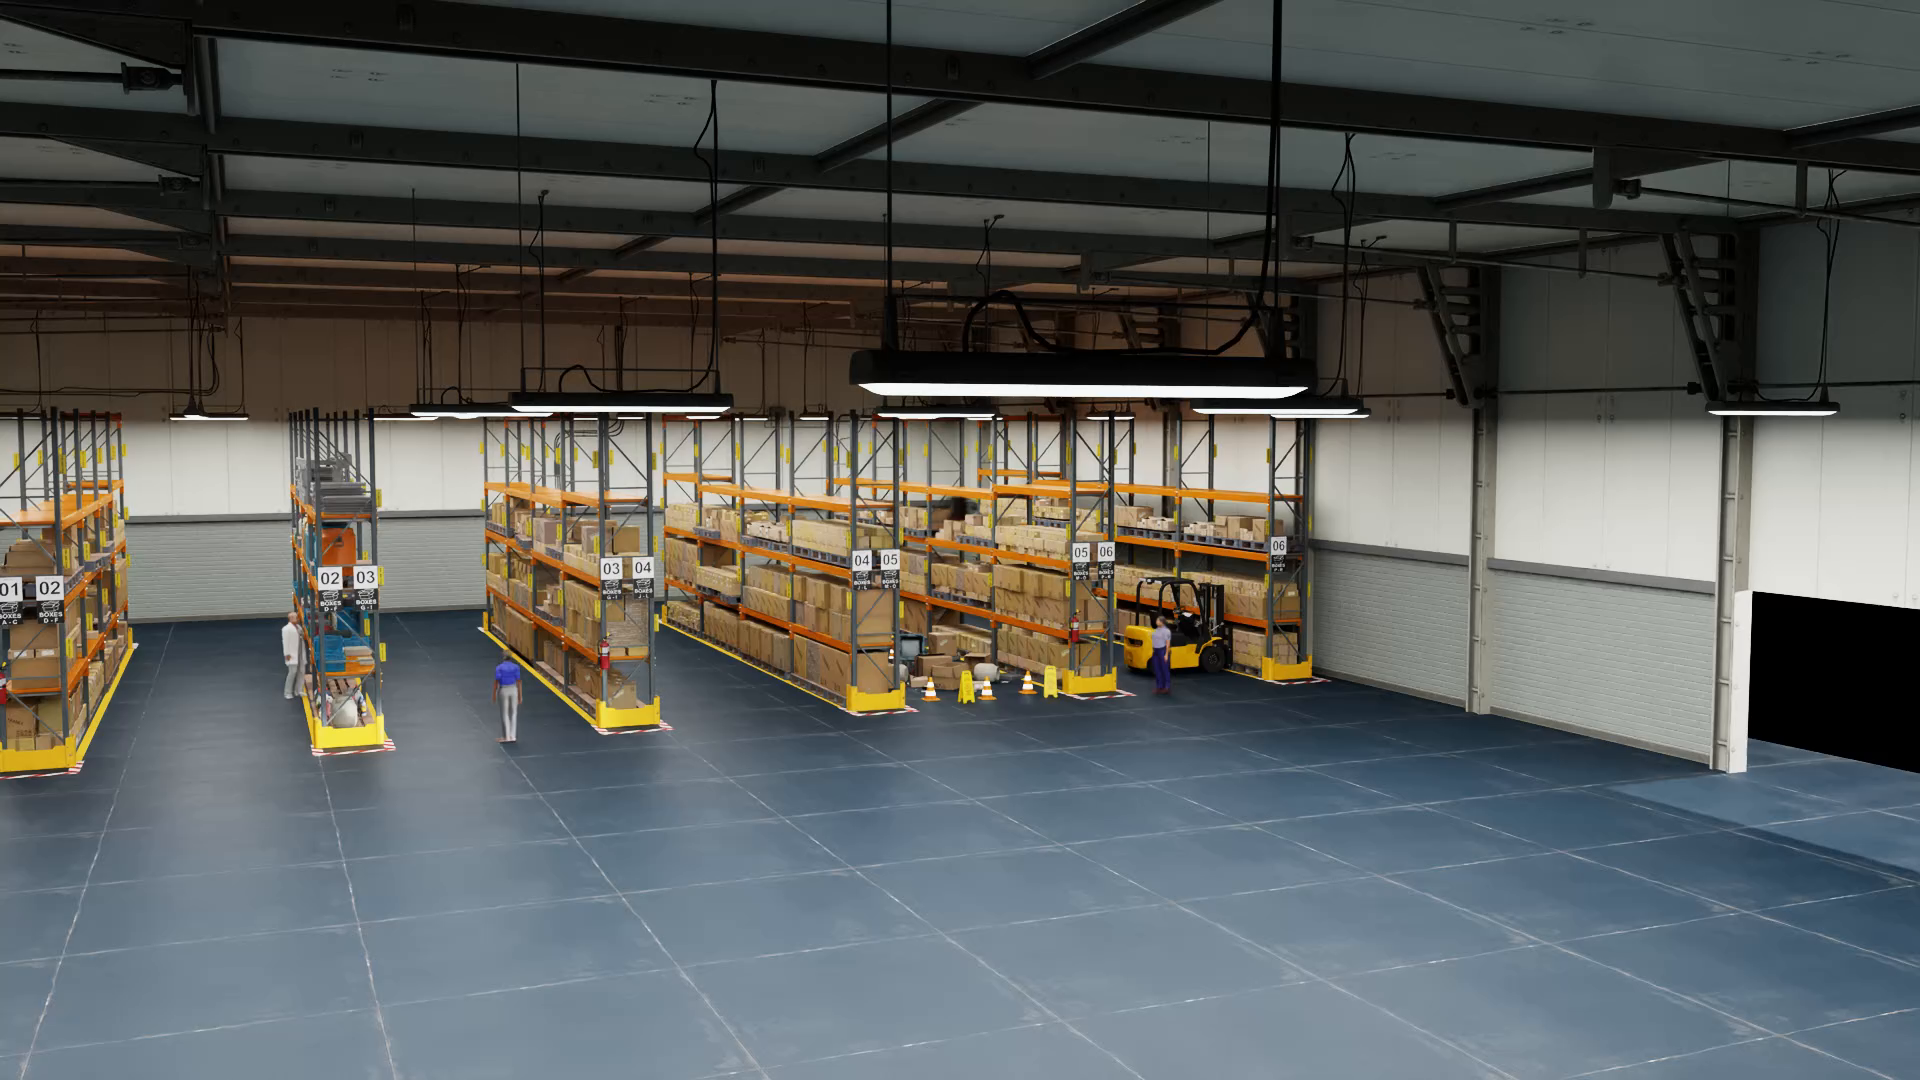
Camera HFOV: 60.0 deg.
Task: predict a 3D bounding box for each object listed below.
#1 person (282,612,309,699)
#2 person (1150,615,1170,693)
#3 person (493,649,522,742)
[{"bbox_3d":[-13.914,2.440,34.891,0.455,1.860,0.637,2,4,26],"label":"person"},{"bbox_3d":[4.277,2.437,35.312,0.379,1.676,0.538,-3,5,-36],"label":"person"},{"bbox_3d":[-8.140,2.803,29.929,0.502,1.677,0.363,-2,4,-22],"label":"person"}]
